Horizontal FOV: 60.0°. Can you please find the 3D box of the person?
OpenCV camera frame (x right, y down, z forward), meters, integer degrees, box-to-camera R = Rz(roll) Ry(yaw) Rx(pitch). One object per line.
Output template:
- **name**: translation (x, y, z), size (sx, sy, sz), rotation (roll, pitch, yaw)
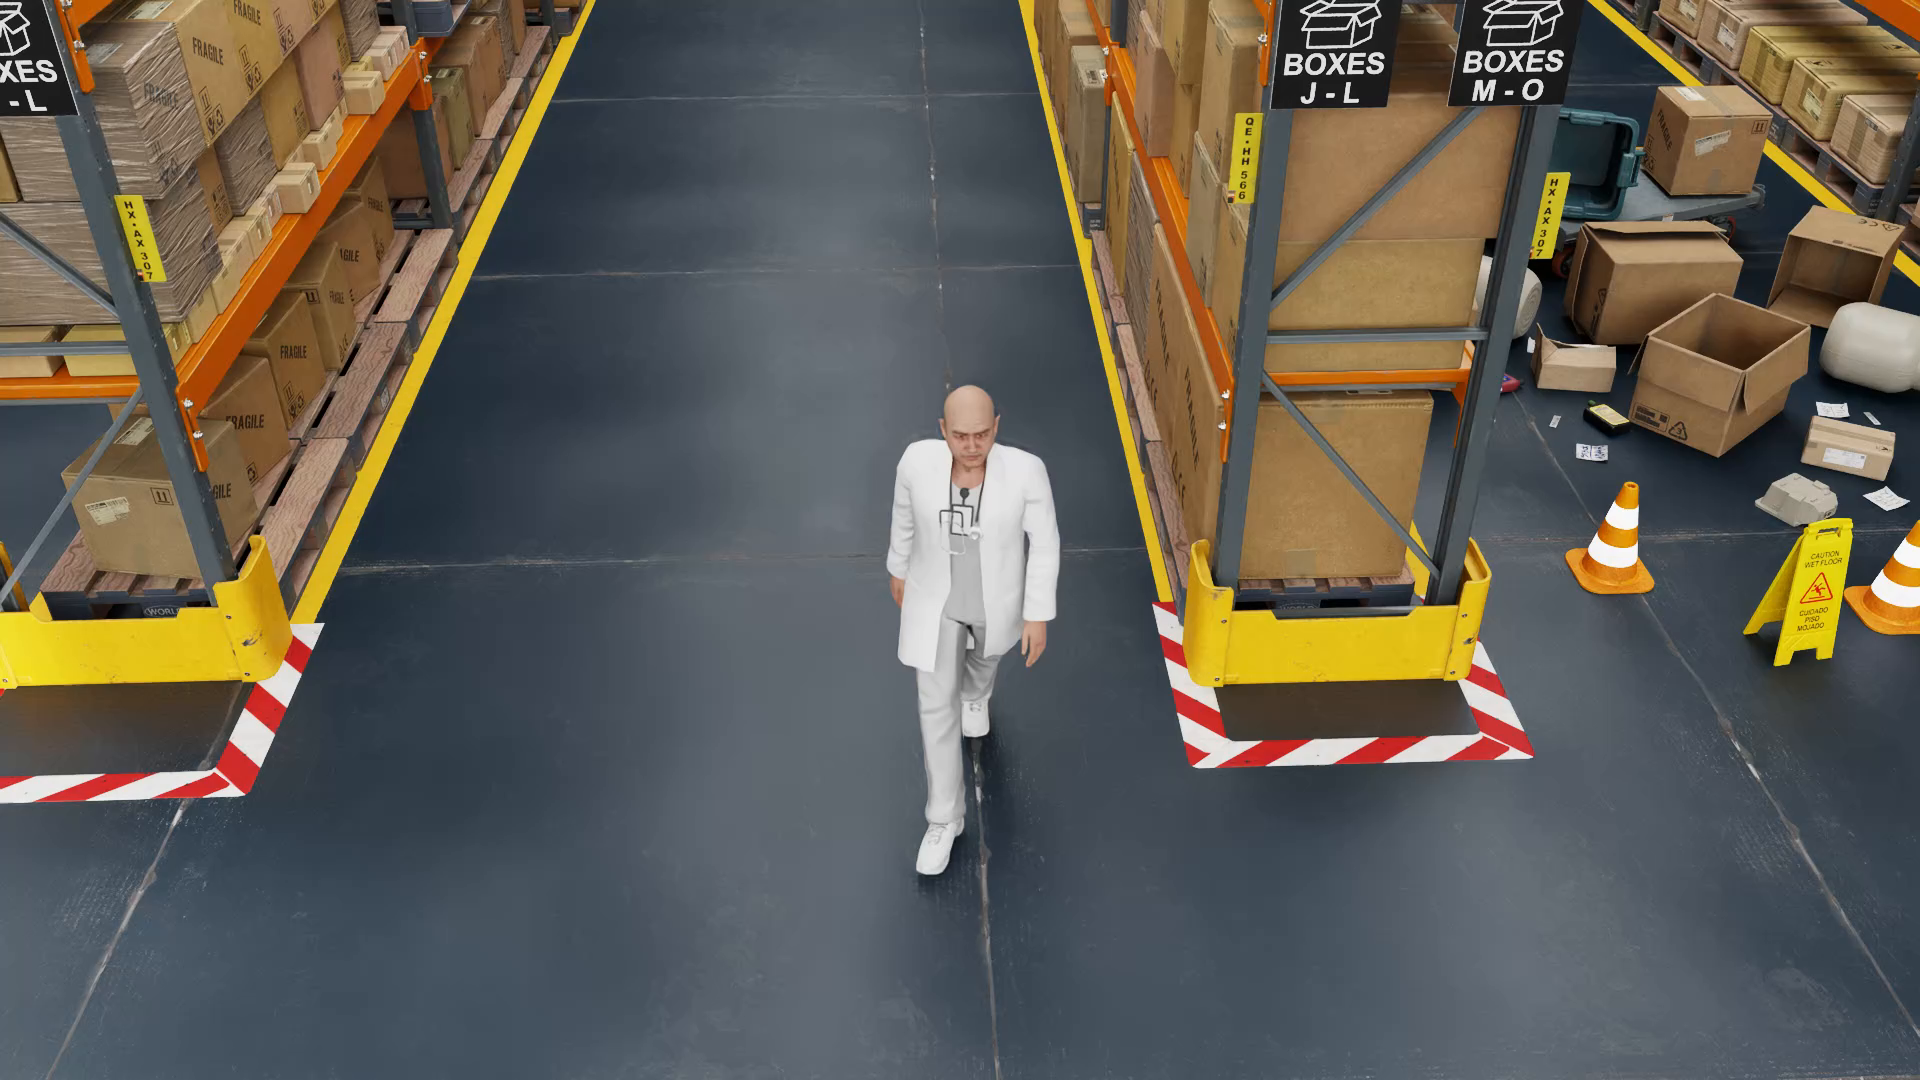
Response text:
- **person**: translation (0.039, 0.215, 5.854), size (0.610, 1.697, 1.127), rotation (0, 35, 0)
